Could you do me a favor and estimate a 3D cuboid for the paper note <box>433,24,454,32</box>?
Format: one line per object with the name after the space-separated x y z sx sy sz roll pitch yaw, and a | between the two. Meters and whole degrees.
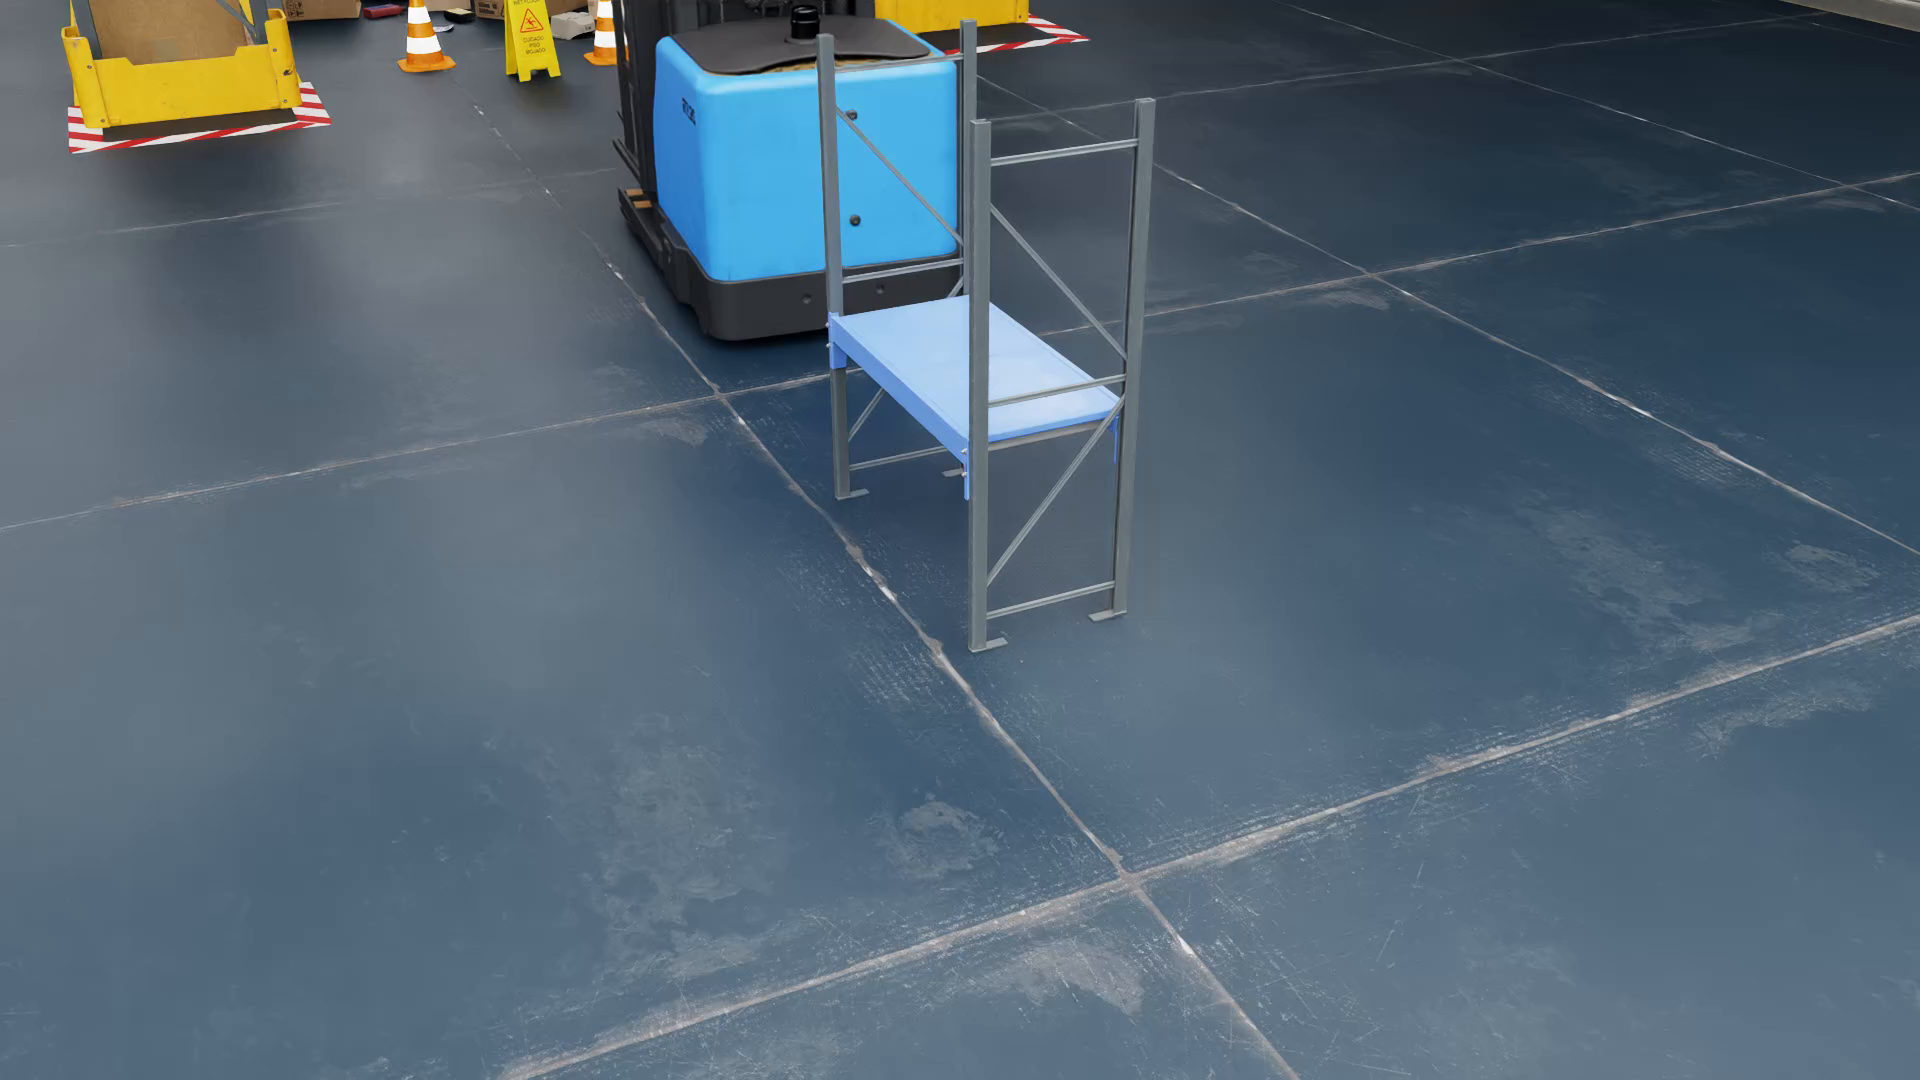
-3.609 -3.567 11.582 0.144 0.017 0.142 -3 29 -5 | paper note

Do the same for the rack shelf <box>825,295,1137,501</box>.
0.037 -0.460 4.904 0.538 0.185 1.000 -13 32 -22 | rack shelf

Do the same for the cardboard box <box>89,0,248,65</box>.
-4.837 -3.374 9.943 0.875 0.875 0.875 -13 32 -22 | cardboard box

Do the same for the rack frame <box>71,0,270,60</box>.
-4.487 -3.832 9.017 1.000 3.000 0.127 -13 32 -22 | rack frame

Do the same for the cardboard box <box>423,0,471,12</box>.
-3.803 -4.034 12.172 0.396 0.266 0.258 -8 30 -13 | cardboard box

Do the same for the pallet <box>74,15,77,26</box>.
-5.420 -3.491 11.259 1.003 0.211 1.213 -13 32 -22 | pallet

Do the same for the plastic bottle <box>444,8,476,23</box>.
-3.593 -3.751 11.877 0.283 0.061 0.133 26 38 38 | plastic bottle

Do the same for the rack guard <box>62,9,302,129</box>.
-4.476 -2.731 9.609 1.175 0.500 0.348 -13 32 -22 | rack guard

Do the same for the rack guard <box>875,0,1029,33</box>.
-0.092 -3.859 11.621 1.175 0.500 0.348 -13 32 -22 | rack guard

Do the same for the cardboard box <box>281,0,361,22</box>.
-4.611 -4.039 11.940 0.500 0.500 0.500 -8 30 -13 | cardboard box

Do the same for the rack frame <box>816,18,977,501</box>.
-0.182 -0.841 5.216 0.500 1.500 0.032 -13 32 -22 | rack frame

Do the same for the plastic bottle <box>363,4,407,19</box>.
-4.146 -3.821 12.001 0.133 0.061 0.283 26 38 38 | plastic bottle

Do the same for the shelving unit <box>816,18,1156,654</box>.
0.037 -0.616 4.816 0.538 1.500 1.048 -13 32 -22 | shelving unit

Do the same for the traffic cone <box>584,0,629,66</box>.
-2.266 -3.345 10.743 0.336 0.463 0.334 -13 32 -22 | traffic cone

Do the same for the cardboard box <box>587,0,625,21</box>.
-2.446 -3.827 11.923 0.380 0.149 0.250 2 29 4 | cardboard box

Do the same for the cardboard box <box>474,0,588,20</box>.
-3.100 -4.071 11.996 0.637 0.503 0.797 13 32 21 | cardboard box

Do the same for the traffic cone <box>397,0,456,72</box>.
-3.432 -3.258 10.587 0.336 0.463 0.334 -13 32 -22 | traffic cone

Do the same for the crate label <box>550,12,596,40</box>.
-2.659 -3.537 11.418 0.298 0.136 0.250 19 34 30 | crate label

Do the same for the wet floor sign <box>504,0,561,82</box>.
-2.686 -3.208 10.311 0.267 0.644 0.232 -19 35 -30 | wet floor sign

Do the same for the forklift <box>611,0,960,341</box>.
-0.986 -2.762 7.178 1.130 2.935 3.031 -10 31 -18 | forklift

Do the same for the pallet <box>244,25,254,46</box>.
-4.901 -2.952 10.299 1.003 0.211 1.213 -13 32 -22 | pallet

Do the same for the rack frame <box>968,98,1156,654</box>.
0.255 -0.392 4.416 0.500 1.500 0.032 -13 32 -22 | rack frame
